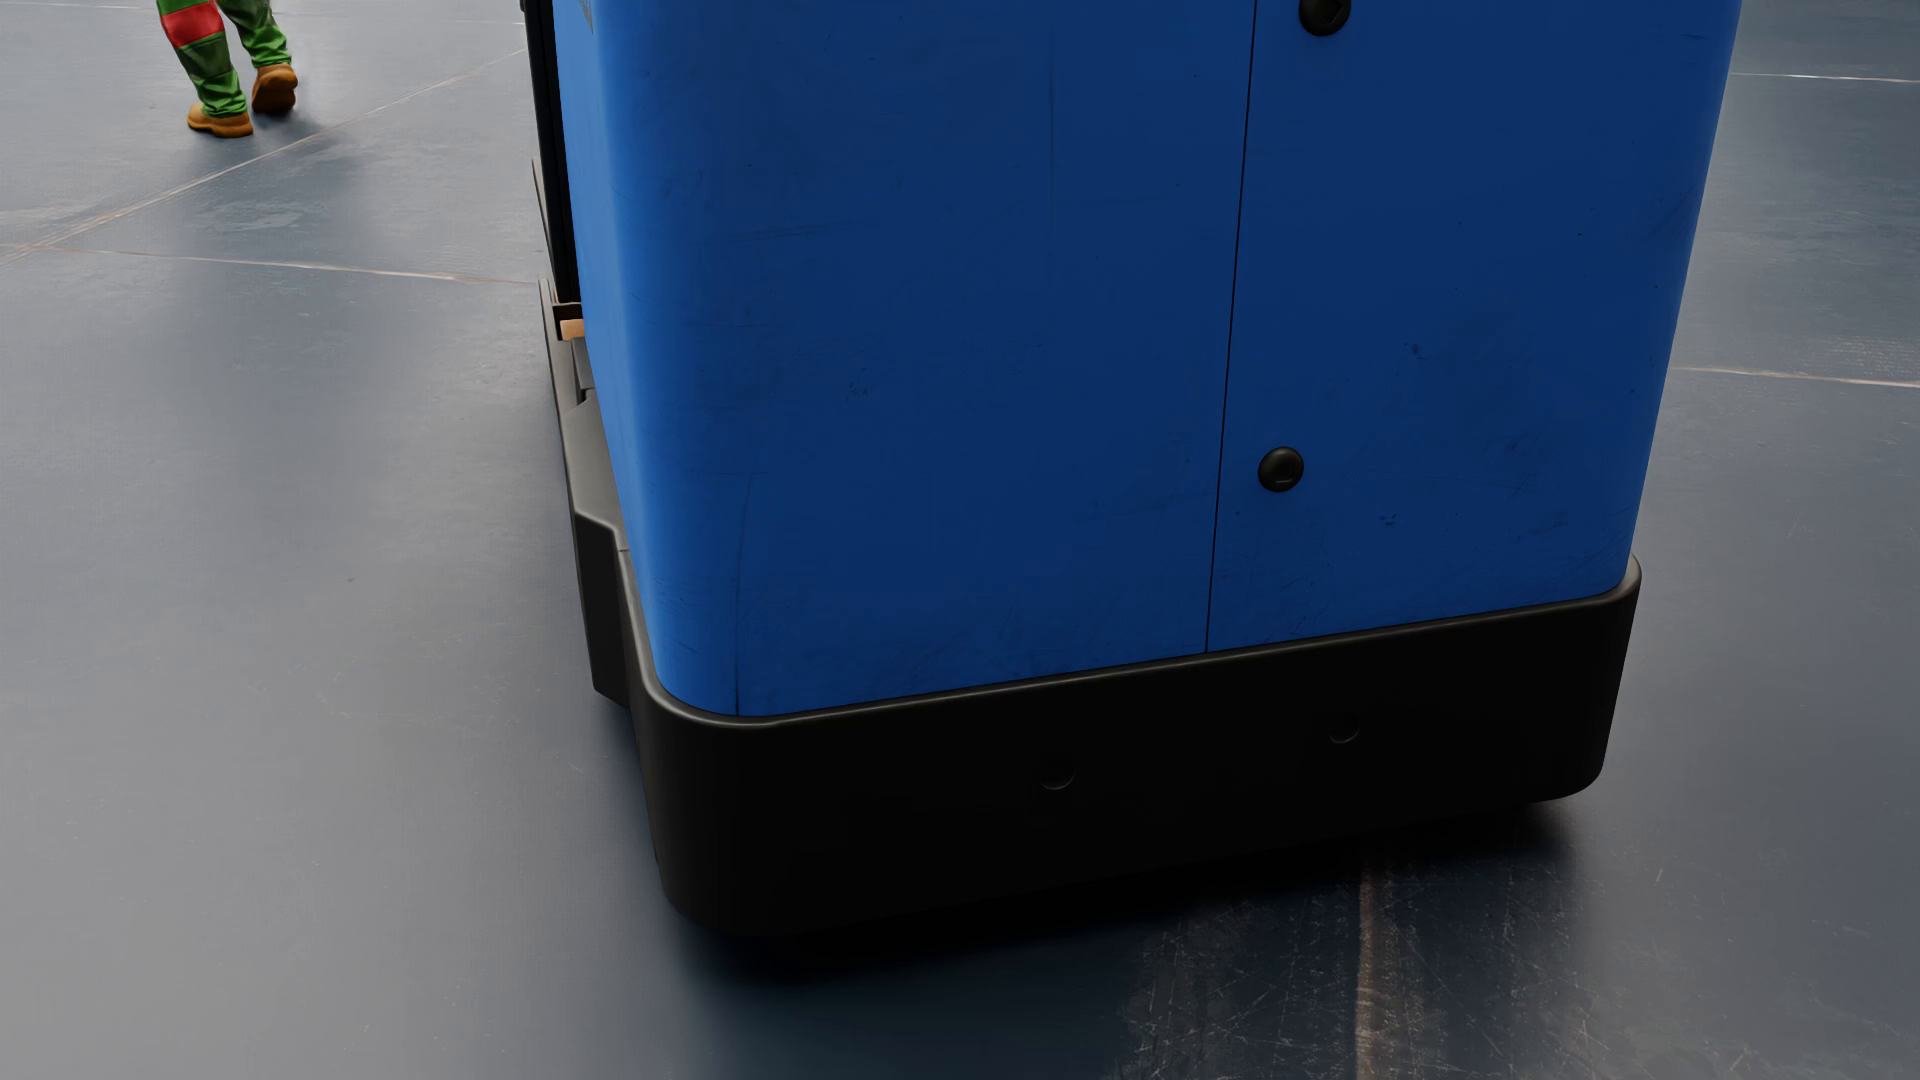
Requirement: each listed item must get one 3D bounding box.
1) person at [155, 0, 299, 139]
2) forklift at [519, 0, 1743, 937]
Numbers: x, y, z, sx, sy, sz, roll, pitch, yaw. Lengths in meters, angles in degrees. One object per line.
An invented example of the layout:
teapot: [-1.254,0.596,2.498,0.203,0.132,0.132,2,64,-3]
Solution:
person: [-2.184,-1.992,4.526,0.483,1.786,0.898,21,34,35]
forklift: [-0.161,-1.574,2.366,1.130,2.935,3.031,-7,28,-14]
